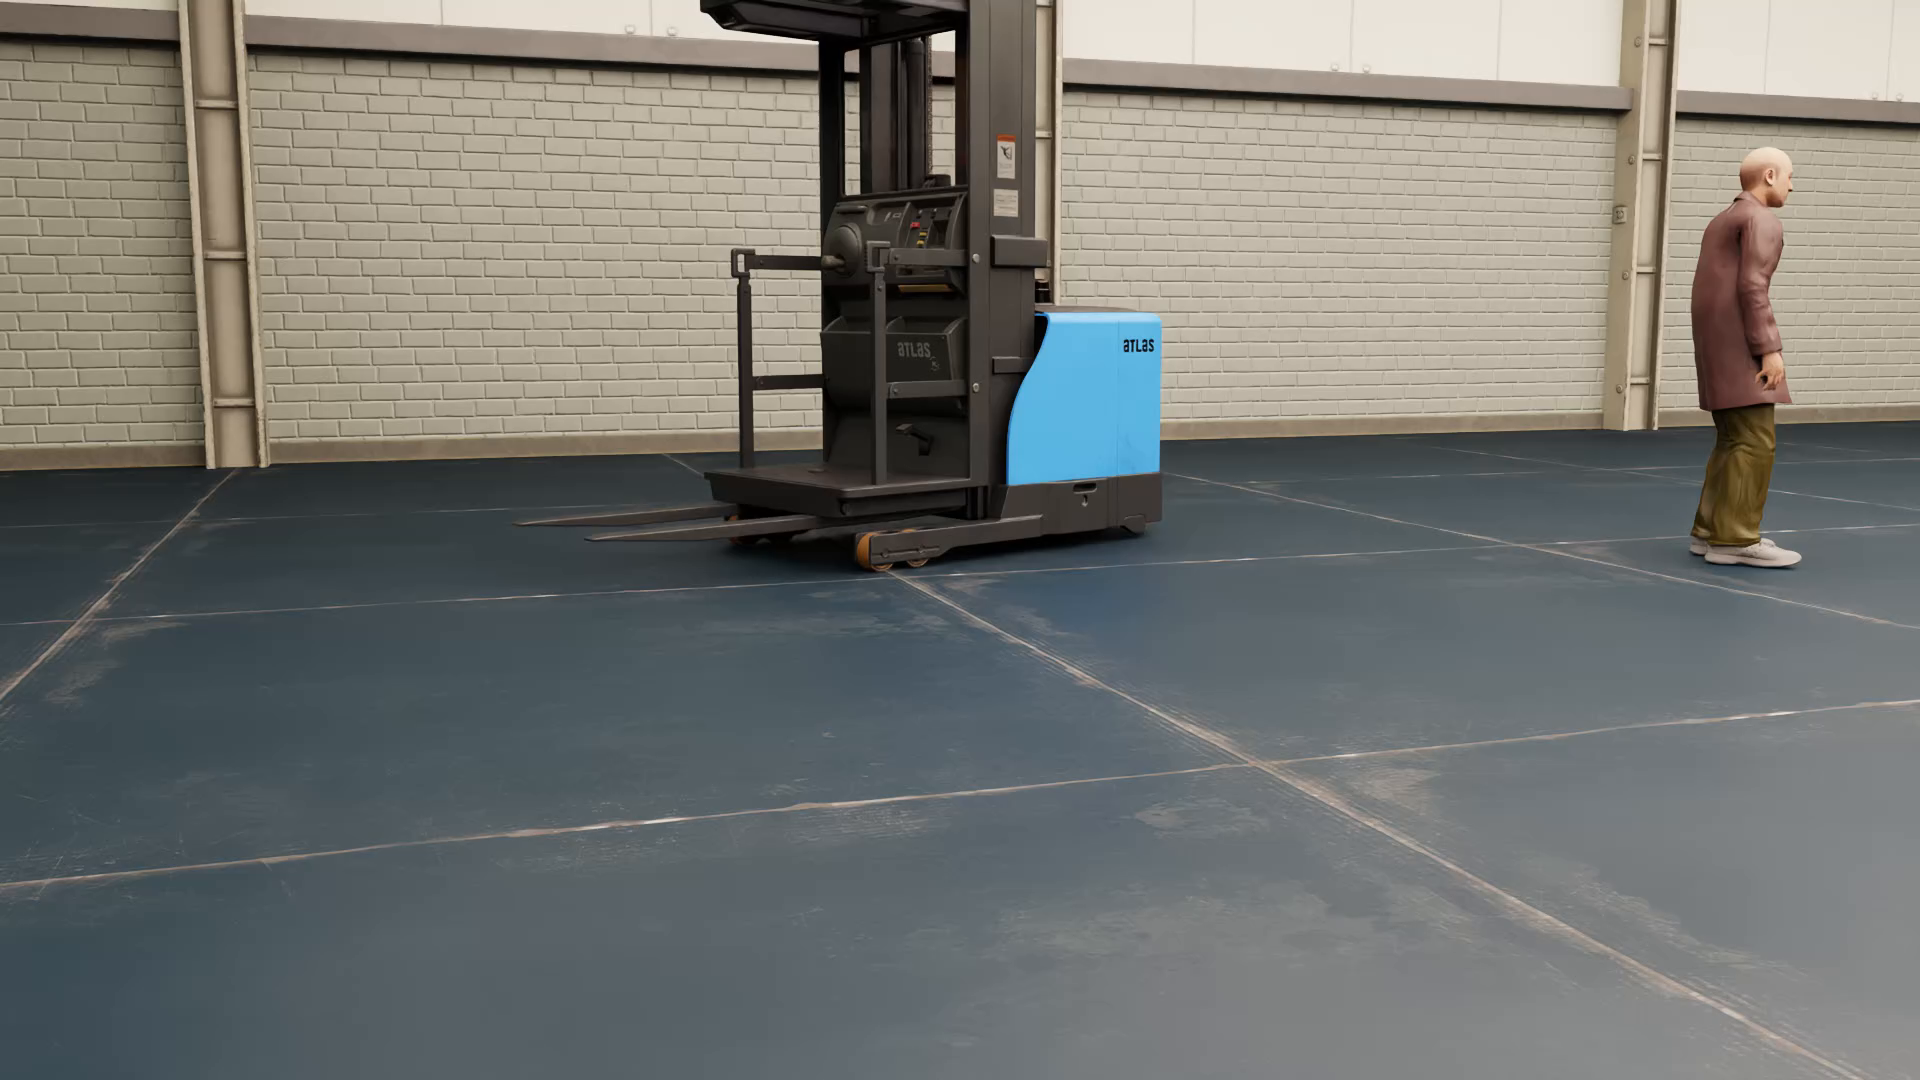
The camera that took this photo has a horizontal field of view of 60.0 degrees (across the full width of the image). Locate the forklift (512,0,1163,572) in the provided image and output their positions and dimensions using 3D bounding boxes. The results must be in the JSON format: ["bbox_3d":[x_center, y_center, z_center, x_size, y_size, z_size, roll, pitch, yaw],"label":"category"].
[{"bbox_3d":[-0.461,-1.399,7.333,3.031,2.935,1.130,-7,10,-40],"label":"forklift"}]

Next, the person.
[{"bbox_3d":[3.401,-0.797,7.204,0.436,1.772,0.646,1,8,8],"label":"person"}]
